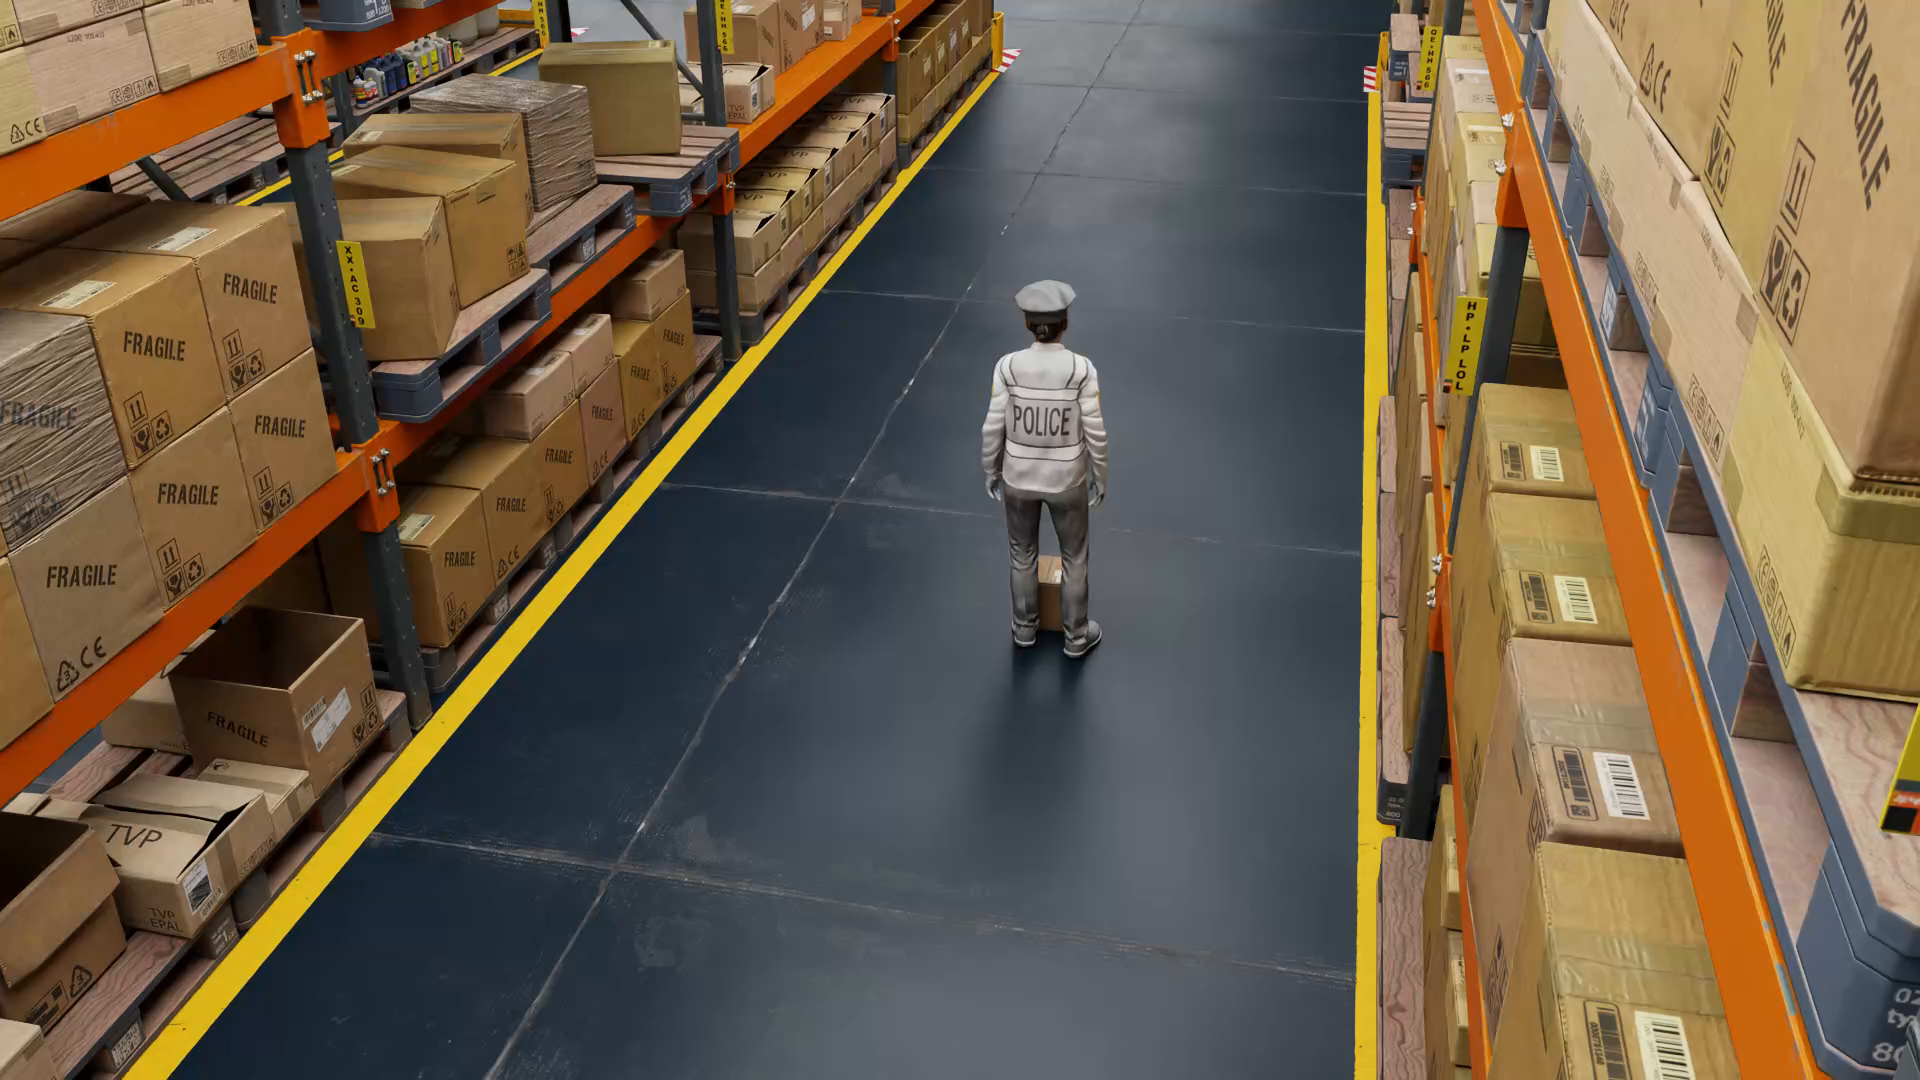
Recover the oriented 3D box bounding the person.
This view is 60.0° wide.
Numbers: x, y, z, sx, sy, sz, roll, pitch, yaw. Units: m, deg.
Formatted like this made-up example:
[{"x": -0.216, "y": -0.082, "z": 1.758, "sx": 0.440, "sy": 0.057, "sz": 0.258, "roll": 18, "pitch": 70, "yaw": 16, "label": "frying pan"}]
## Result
[{"x": 0.364, "y": -0.270, "z": 7.109, "sx": 0.540, "sy": 1.663, "sz": 0.405, "roll": 5, "pitch": 29, "yaw": 9, "label": "person"}]
